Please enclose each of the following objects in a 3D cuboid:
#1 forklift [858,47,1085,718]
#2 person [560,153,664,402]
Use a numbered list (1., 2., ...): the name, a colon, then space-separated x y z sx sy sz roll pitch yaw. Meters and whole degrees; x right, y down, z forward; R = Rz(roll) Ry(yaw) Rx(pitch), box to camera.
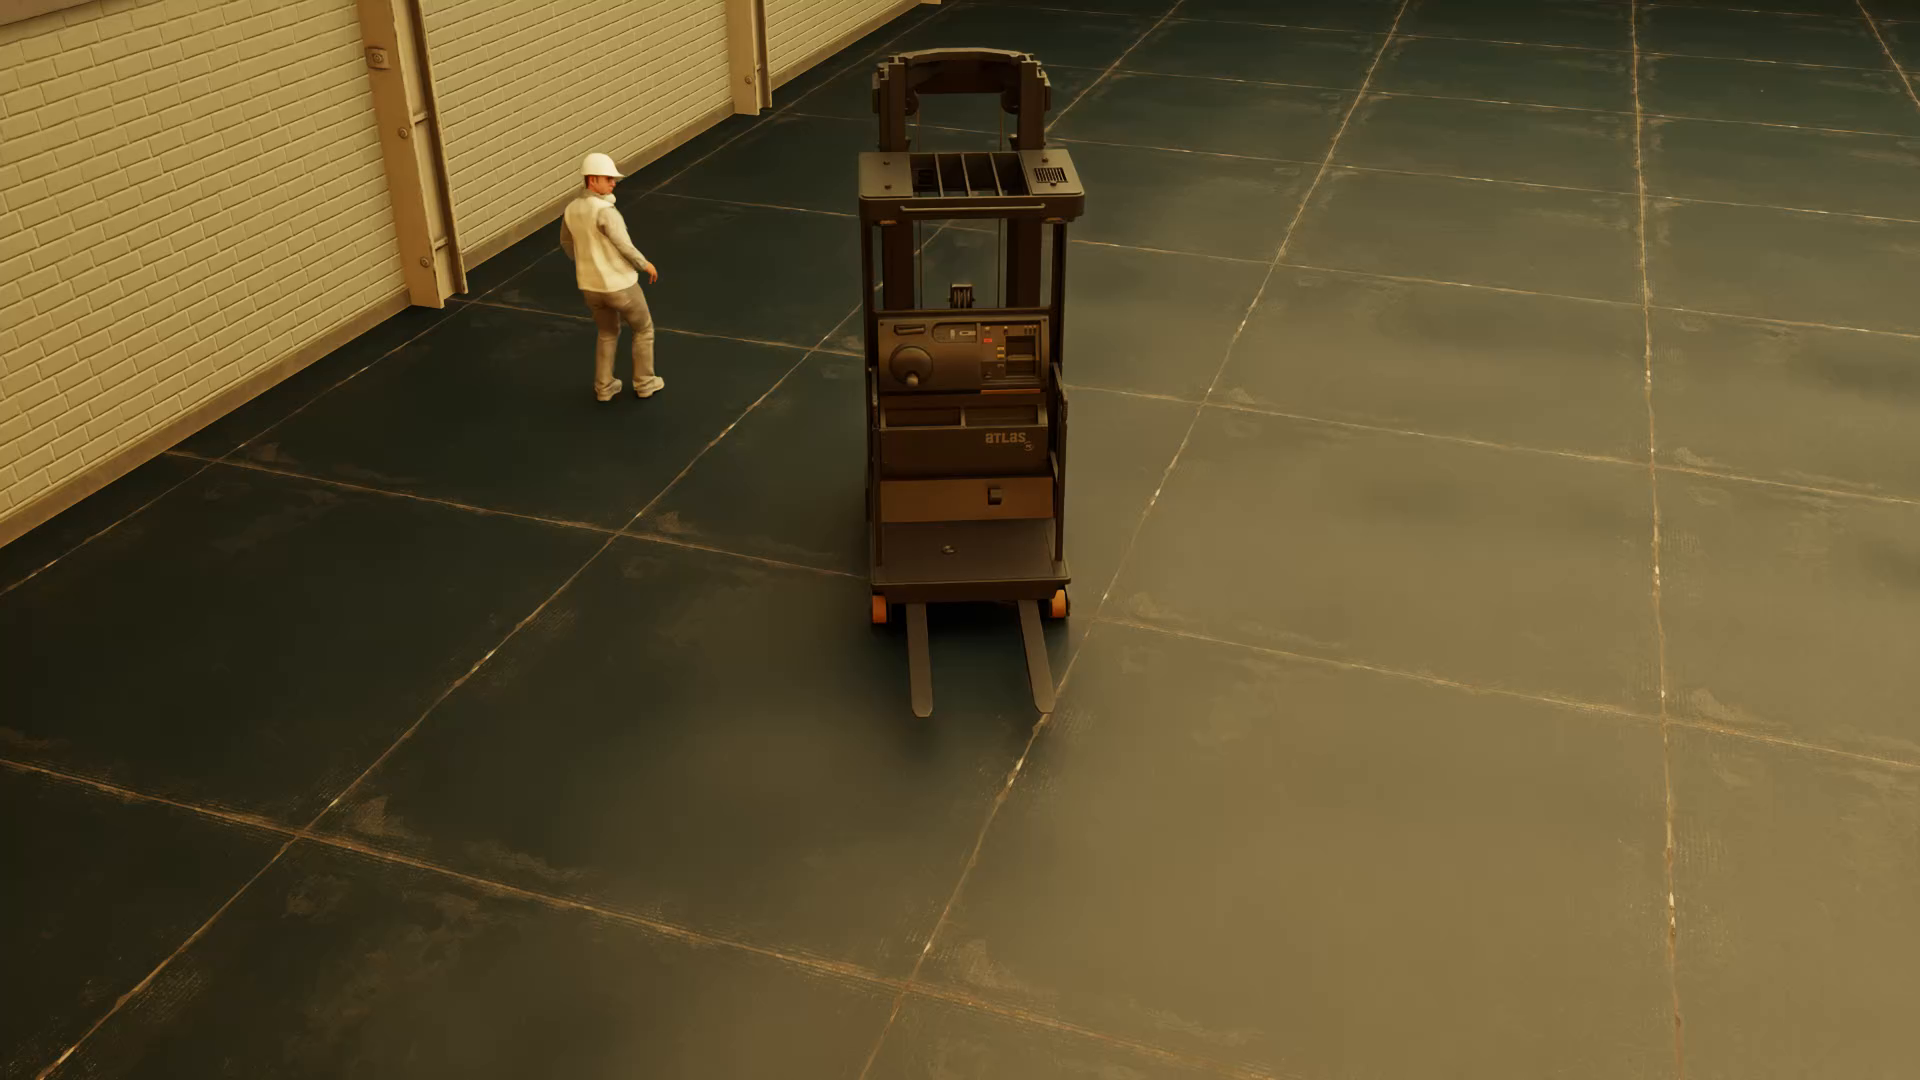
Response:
1. forklift: 0.035 -0.972 8.842 1.130 2.935 3.031 -2 30 -3
2. person: -2.425 -1.817 11.540 0.728 1.740 0.515 16 33 25
